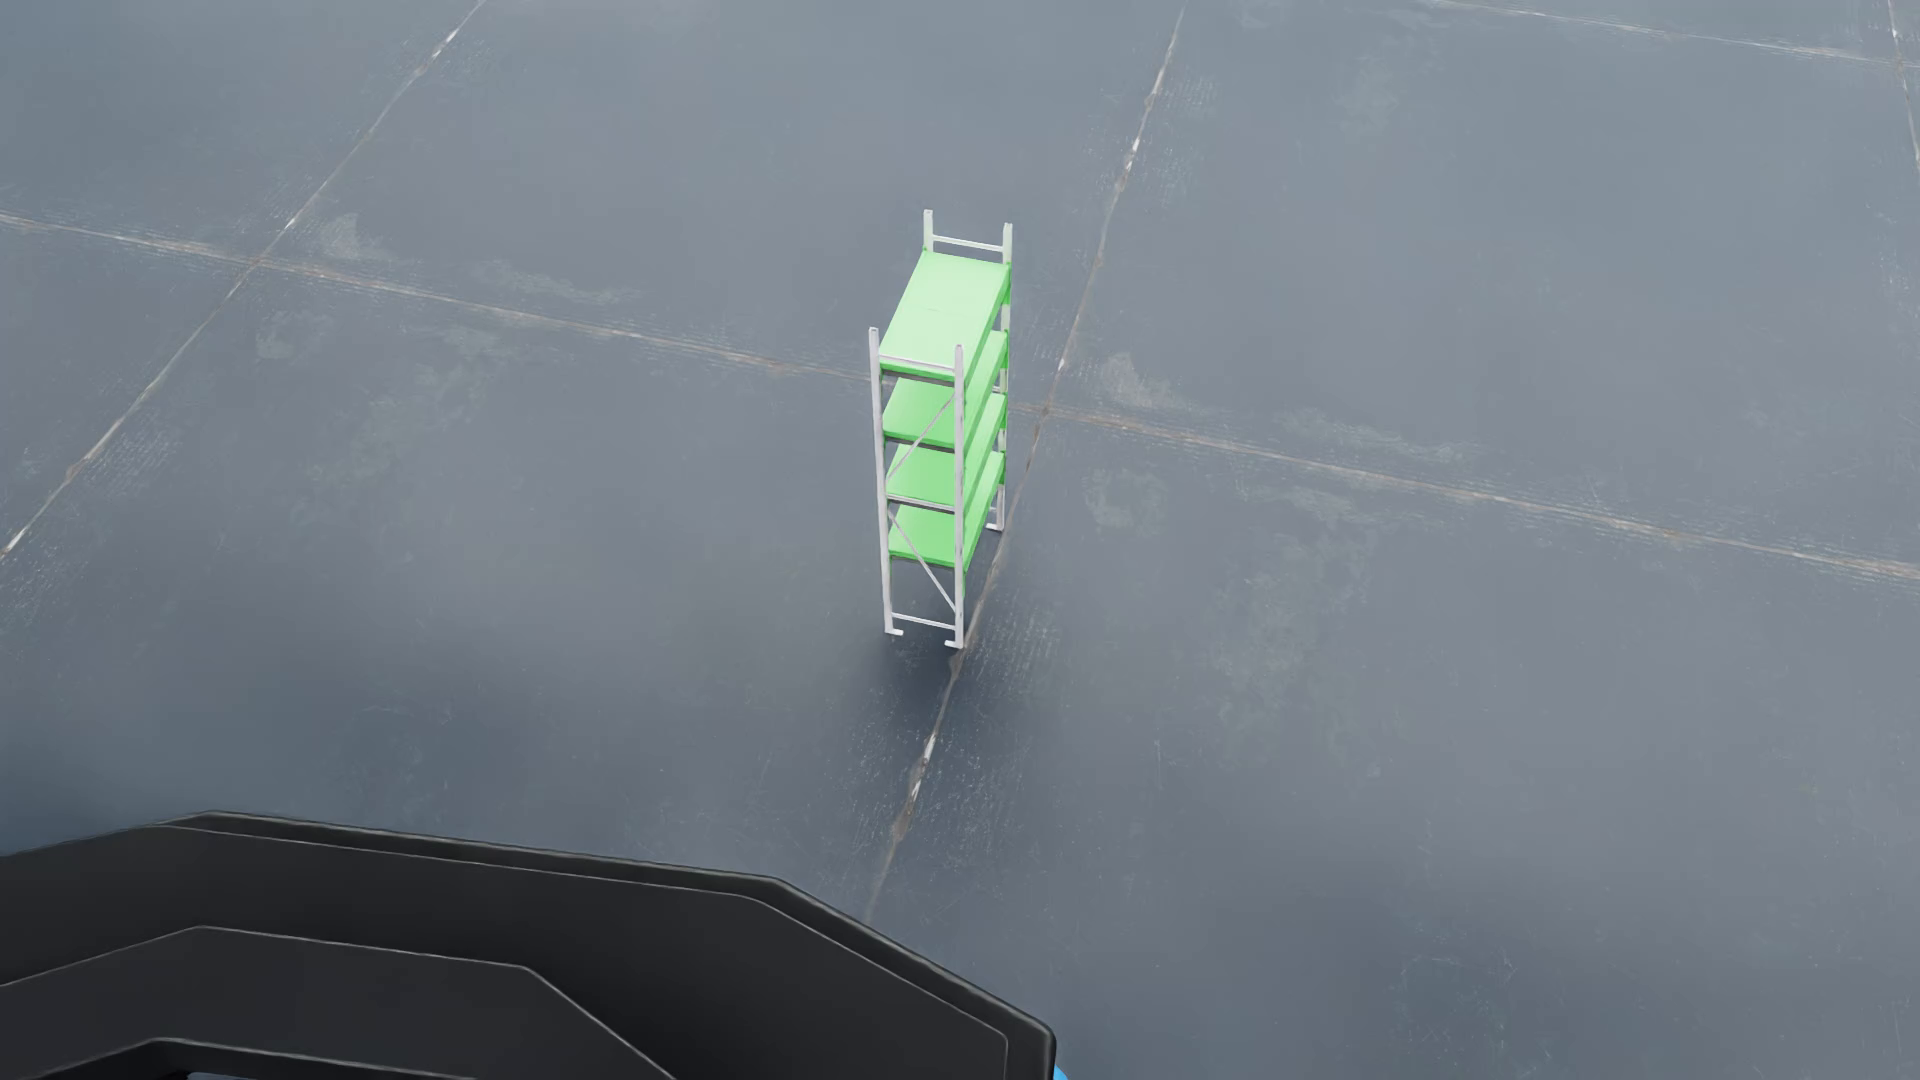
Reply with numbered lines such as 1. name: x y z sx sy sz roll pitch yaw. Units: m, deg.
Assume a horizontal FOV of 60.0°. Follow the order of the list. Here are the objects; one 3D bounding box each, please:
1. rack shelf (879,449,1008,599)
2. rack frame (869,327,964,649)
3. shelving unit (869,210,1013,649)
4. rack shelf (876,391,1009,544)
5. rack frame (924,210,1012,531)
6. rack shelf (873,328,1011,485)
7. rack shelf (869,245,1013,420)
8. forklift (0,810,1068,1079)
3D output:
1. rack shelf: -0.044 -0.076 4.922 0.258 0.148 0.480 12 50 10
2. rack frame: -0.108 -0.101 4.539 0.240 1.200 0.015 12 50 10
3. shelving unit: -0.044 -0.277 4.694 0.258 1.200 0.503 12 50 10
4. rack shelf: -0.044 -0.235 4.742 0.258 0.148 0.480 12 50 10
5. rack frame: 0.021 -0.454 4.850 0.240 1.200 0.015 12 50 10
6. rack shelf: -0.044 -0.394 4.562 0.258 0.148 0.480 12 50 10
7. rack shelf: -0.044 -0.553 4.383 0.258 0.148 0.480 12 50 10
8. forklift: -0.484 1.728 1.770 1.130 2.935 3.031 6 49 5
